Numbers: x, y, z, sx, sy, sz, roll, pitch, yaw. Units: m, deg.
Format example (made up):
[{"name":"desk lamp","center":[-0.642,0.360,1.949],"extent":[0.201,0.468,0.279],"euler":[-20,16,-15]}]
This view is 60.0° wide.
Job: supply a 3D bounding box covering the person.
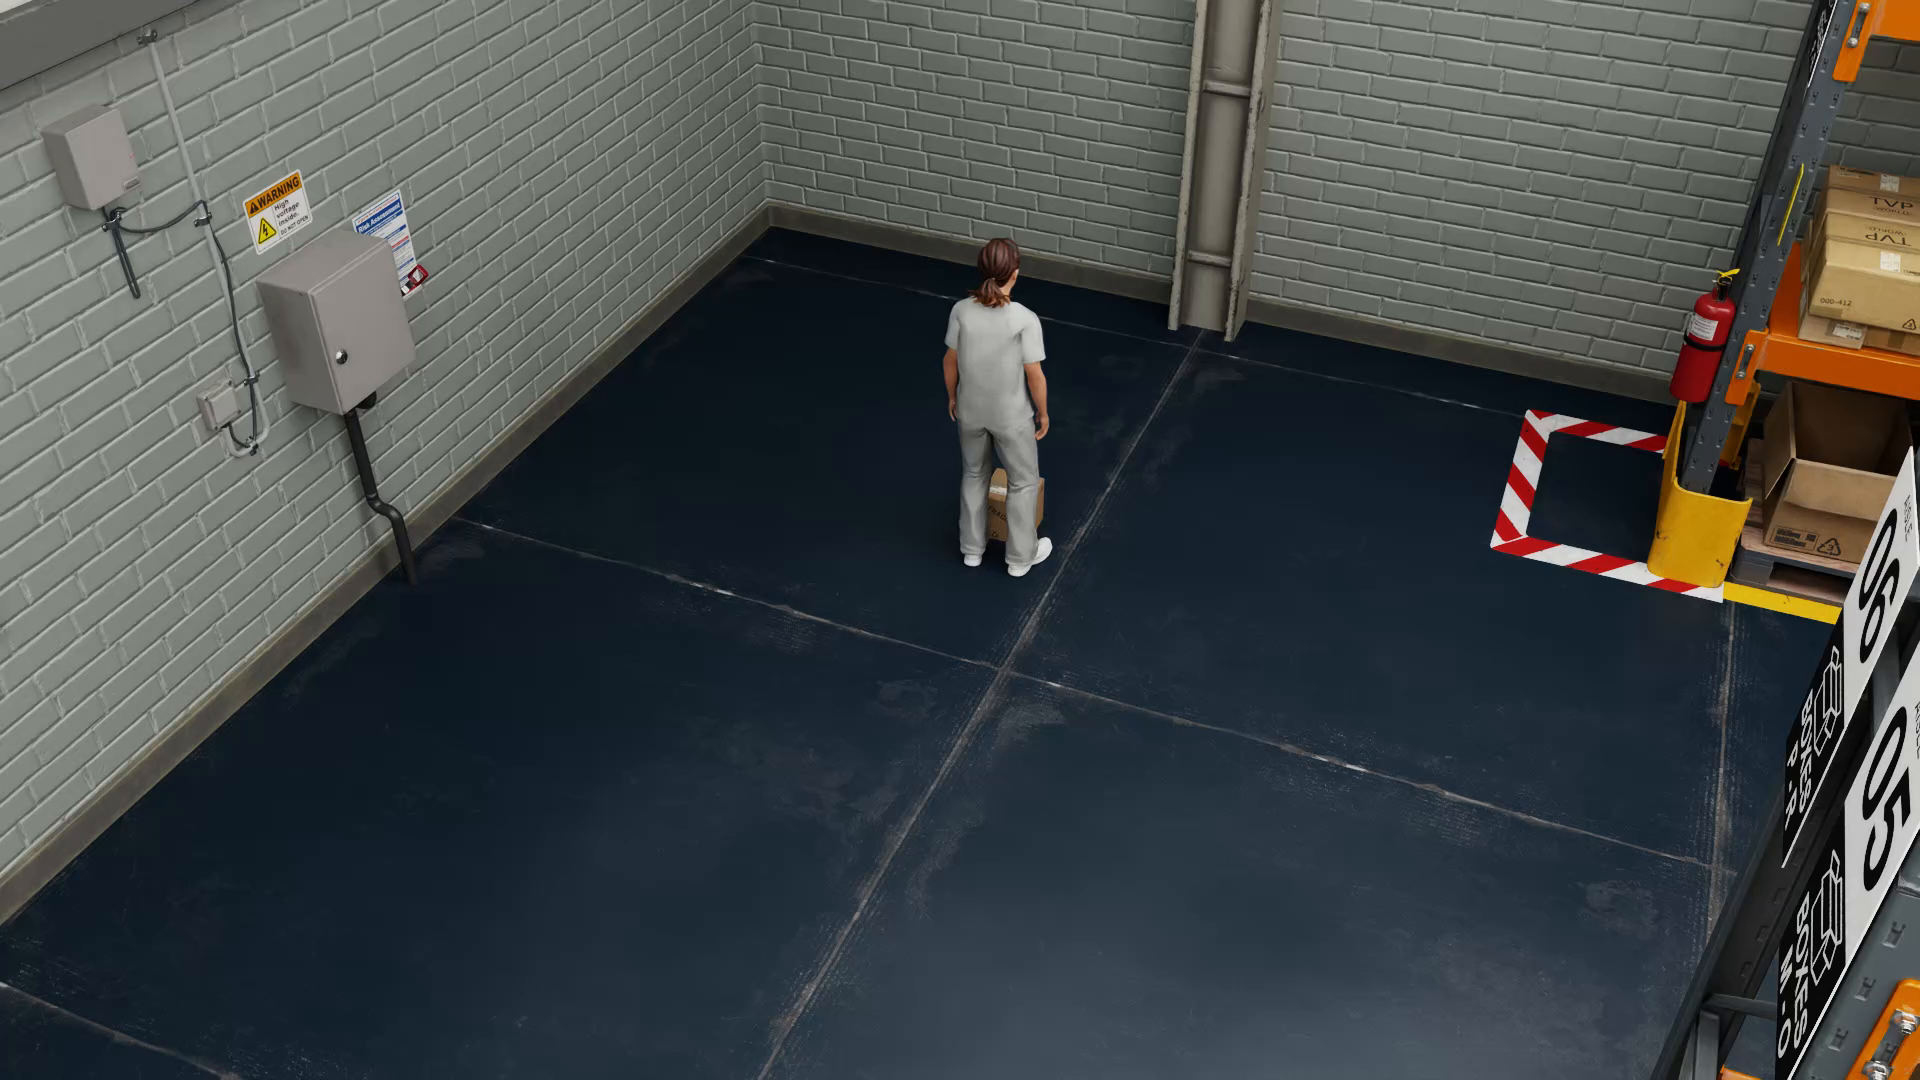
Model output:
[{"name":"person","center":[0.168,-0.584,7.577],"extent":[0.496,1.672,0.352],"euler":[14,40,17]}]
